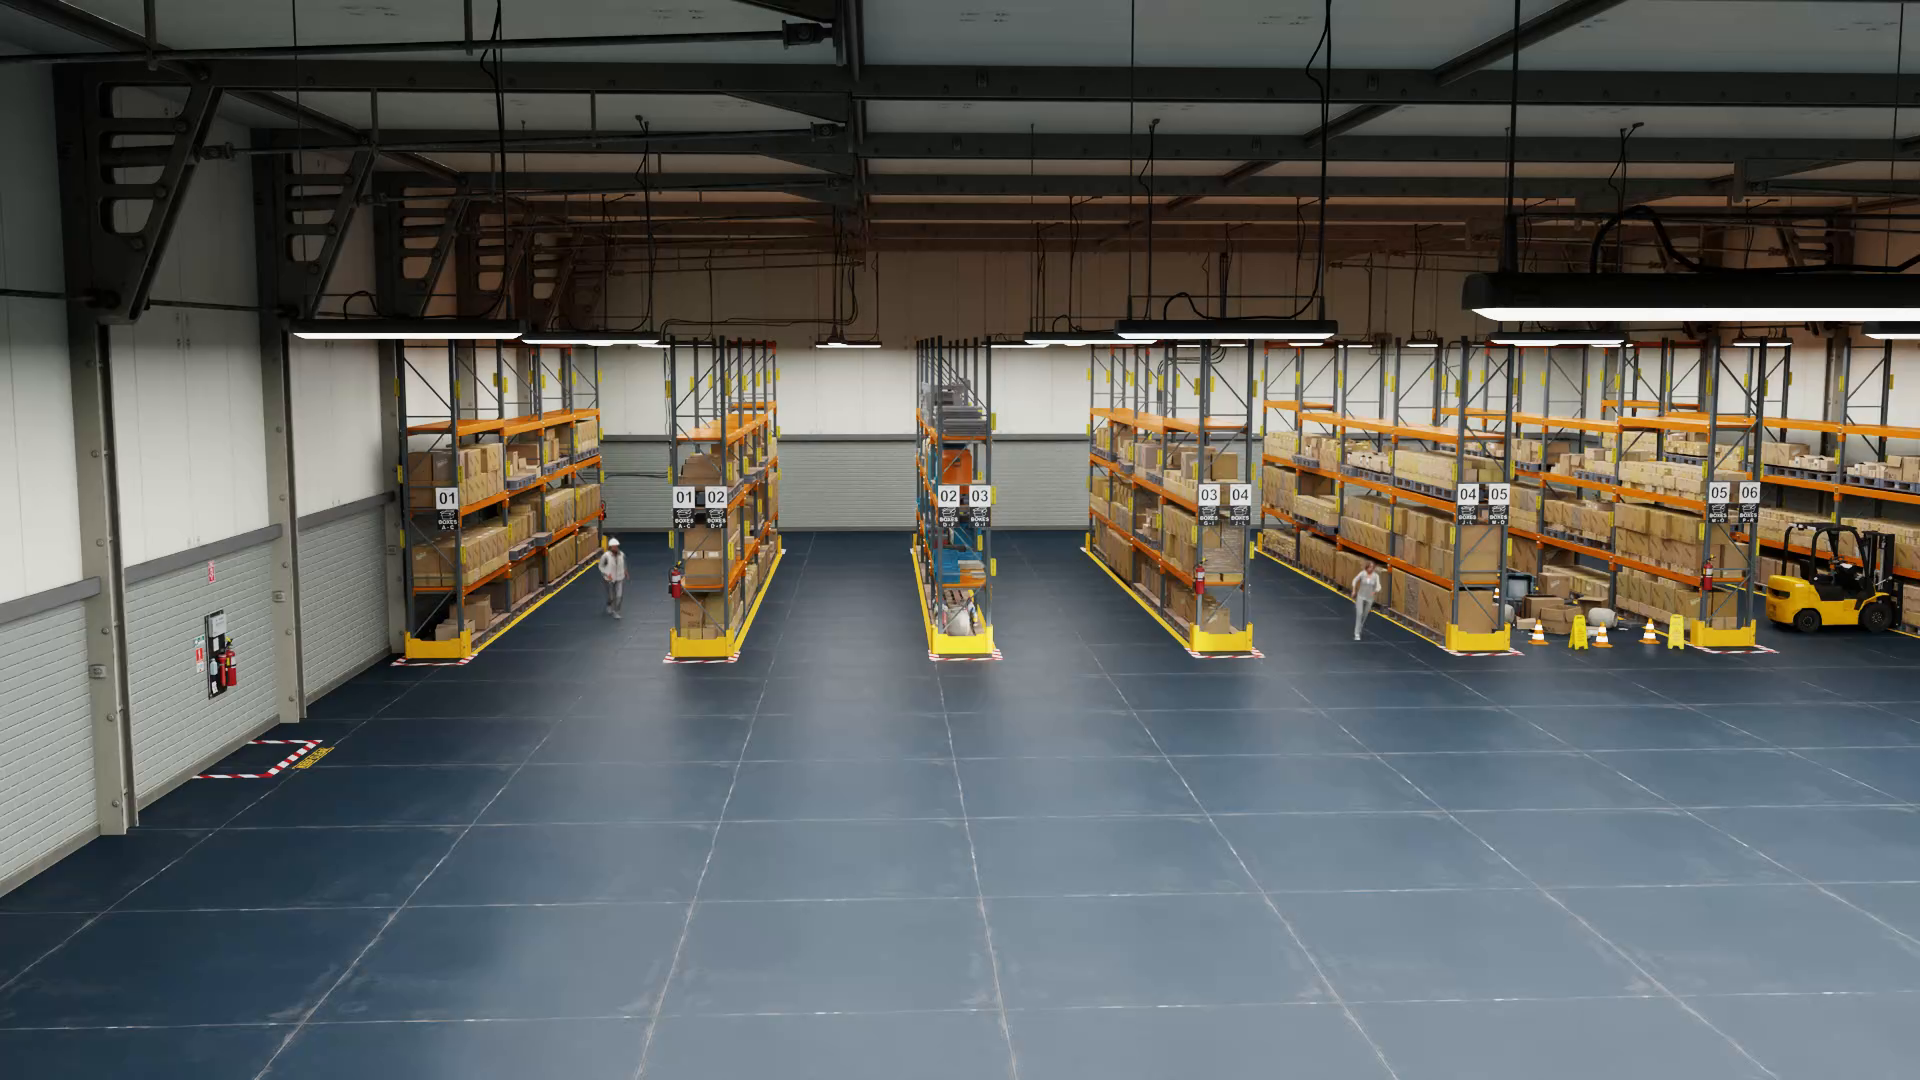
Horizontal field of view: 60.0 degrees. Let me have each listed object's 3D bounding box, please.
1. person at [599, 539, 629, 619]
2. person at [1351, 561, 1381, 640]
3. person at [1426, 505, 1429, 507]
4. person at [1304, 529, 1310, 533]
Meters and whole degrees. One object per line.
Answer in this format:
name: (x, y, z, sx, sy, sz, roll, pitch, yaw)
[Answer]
person: (-7.460, 0.819, 35.744, 0.661, 1.726, 0.730, -3, 7, -25)
person: (8.052, 1.169, 32.996, 0.583, 1.534, 0.940, 1, 7, 6)
person: (14.617, -0.998, 51.515, 0.793, 1.812, 0.687, -2, 7, -16)
person: (10.518, -0.717, 49.427, 0.829, 1.644, 0.614, -1, 7, -11)
